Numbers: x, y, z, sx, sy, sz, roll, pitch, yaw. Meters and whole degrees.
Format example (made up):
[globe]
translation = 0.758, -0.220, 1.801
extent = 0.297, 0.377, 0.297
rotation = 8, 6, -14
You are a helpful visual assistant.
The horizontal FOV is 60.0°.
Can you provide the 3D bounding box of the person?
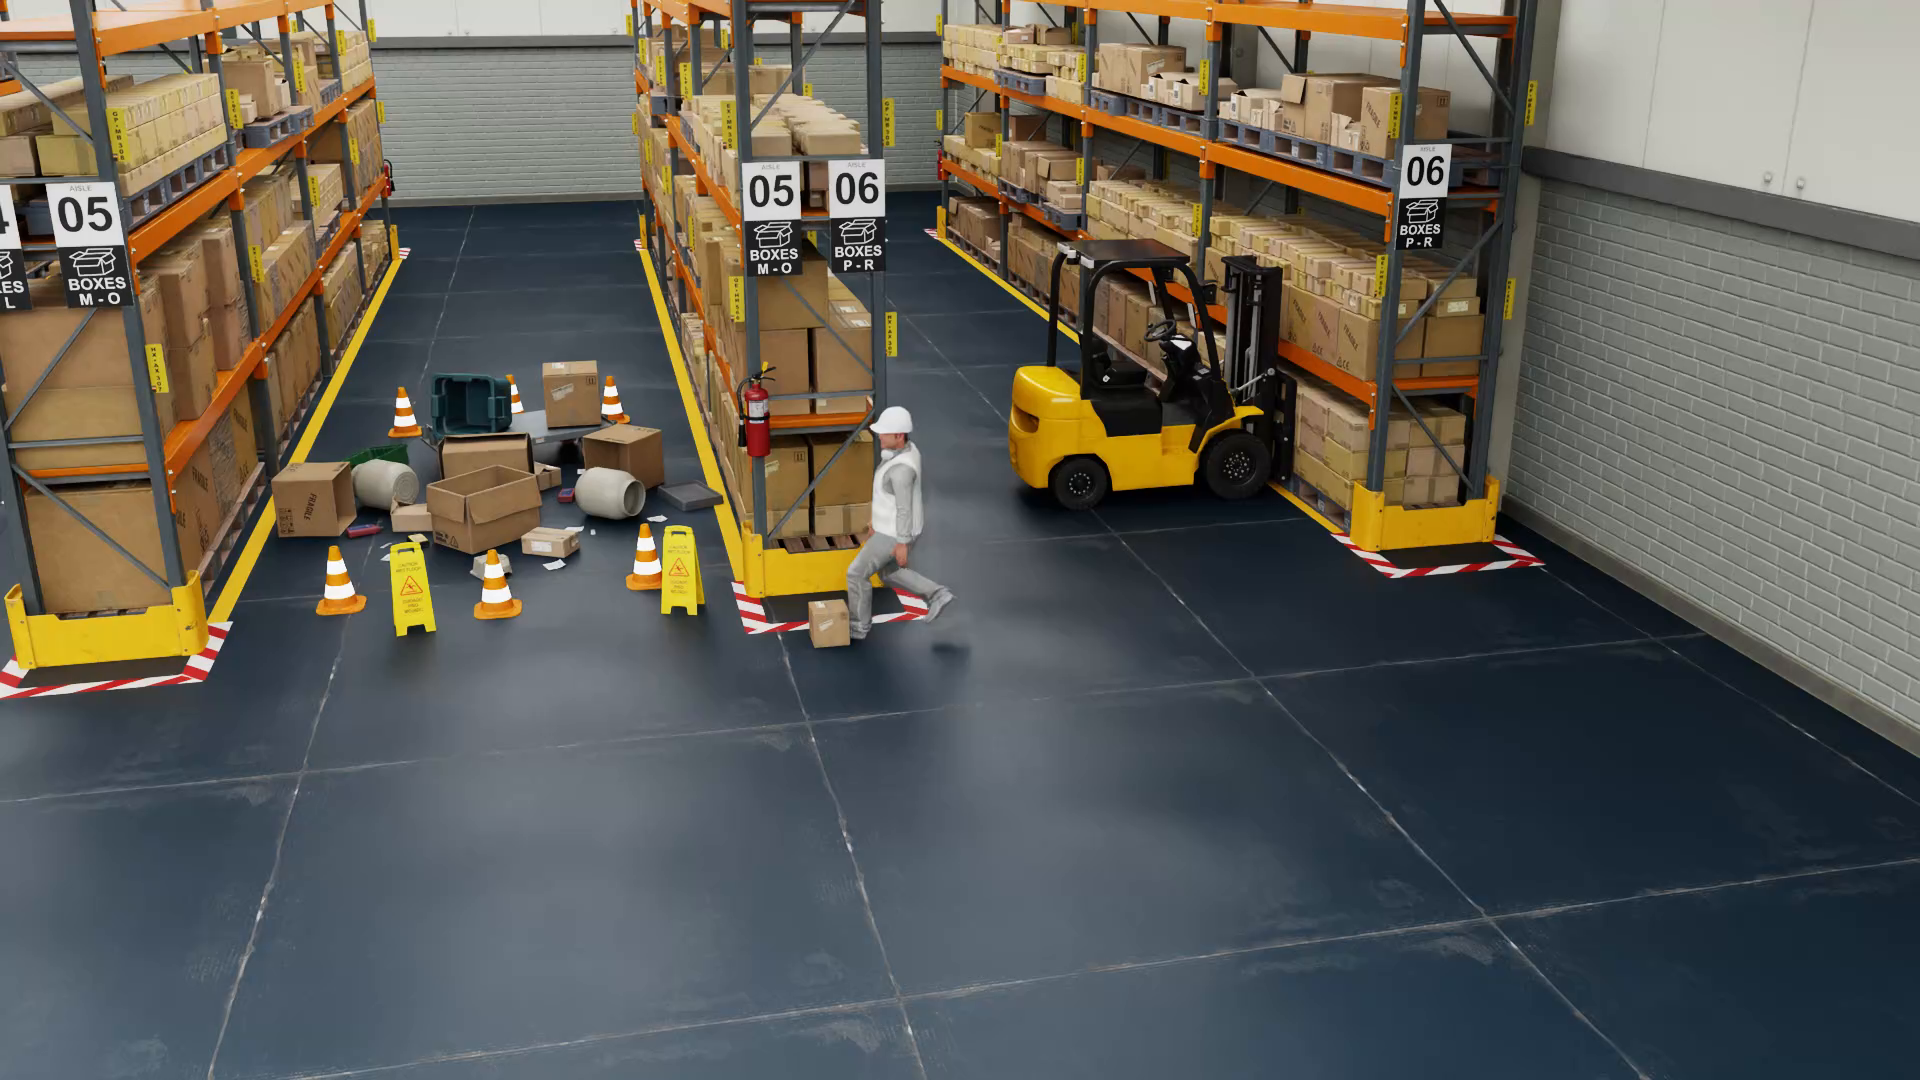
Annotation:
[person]
translation = -0.500, -0.107, 11.452
extent = 0.909, 1.693, 0.533
rotation = 2, 20, 5
